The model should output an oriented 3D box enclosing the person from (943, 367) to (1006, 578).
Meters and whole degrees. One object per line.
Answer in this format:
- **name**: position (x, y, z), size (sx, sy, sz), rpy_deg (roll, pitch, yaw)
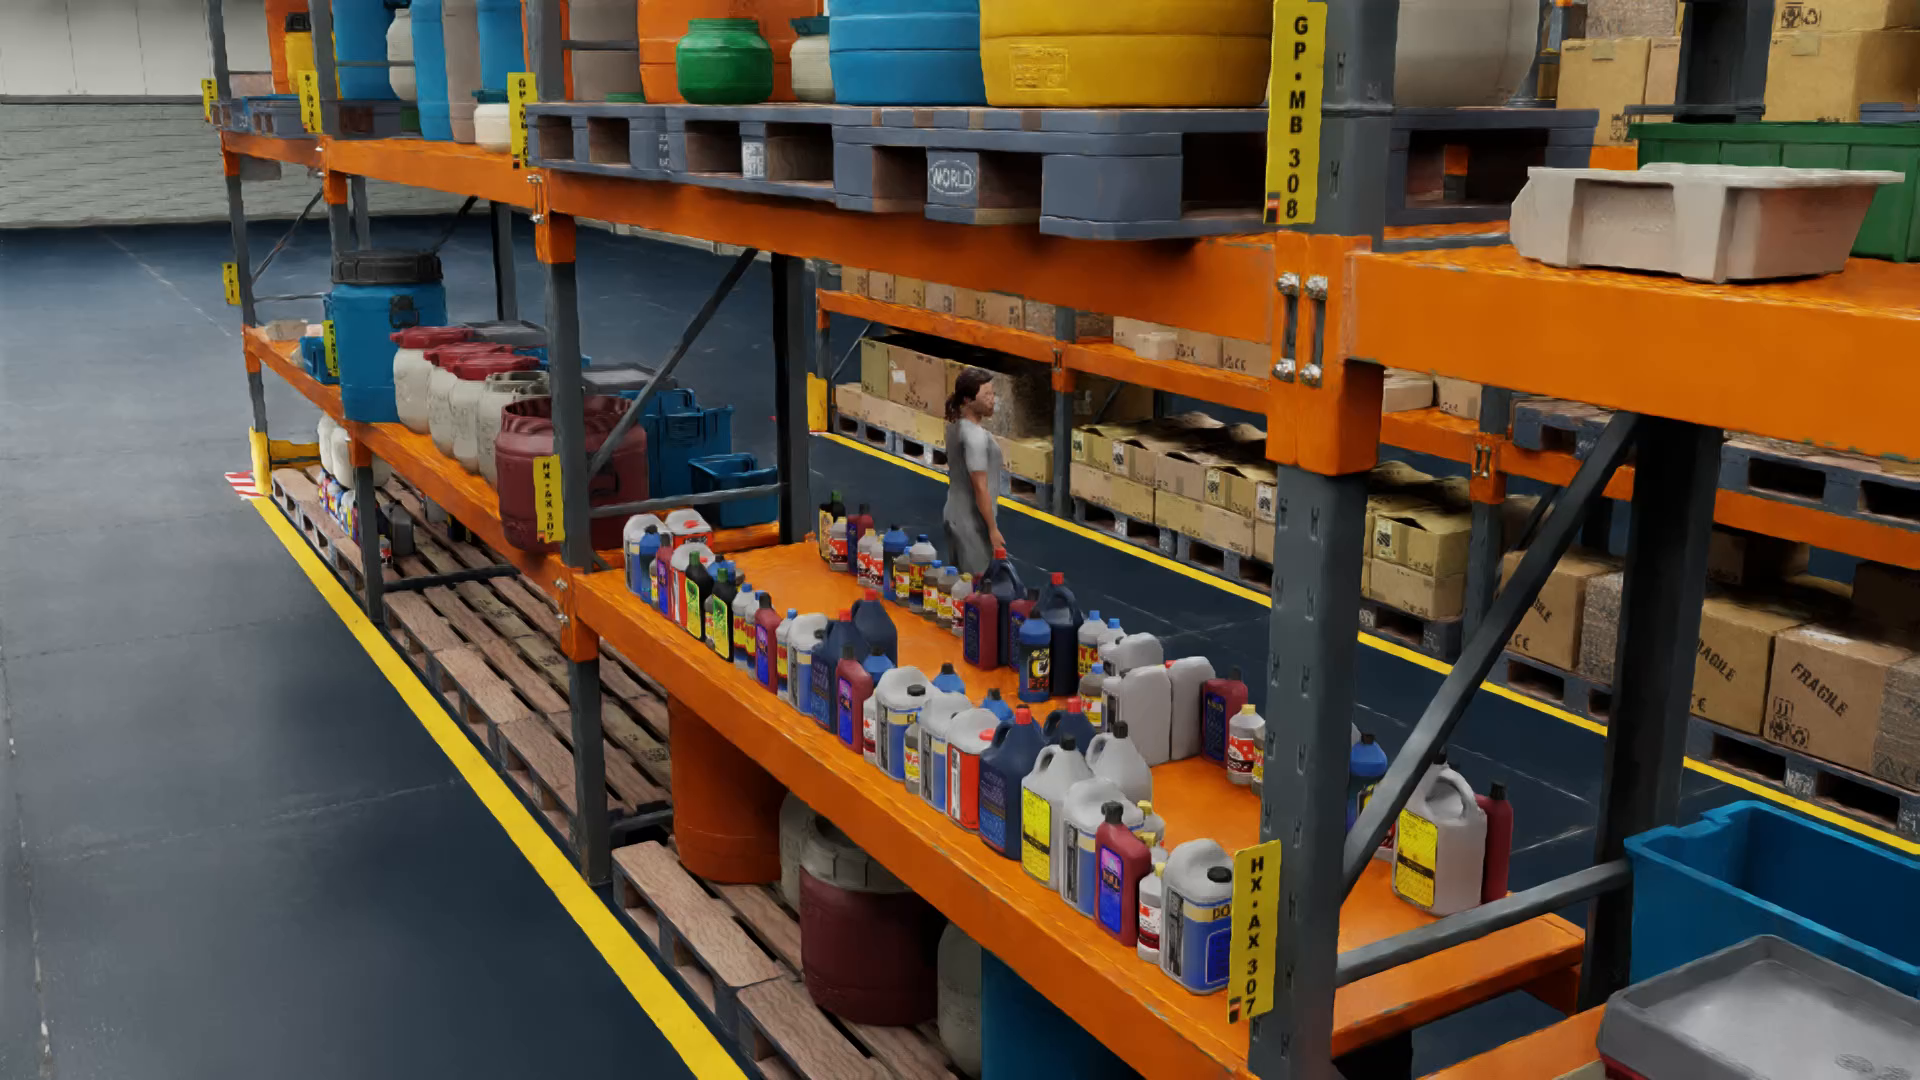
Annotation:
- **person**: position (0.096, -0.054, 8.705), size (0.394, 1.718, 0.490), rpy_deg (-4, 15, -14)
